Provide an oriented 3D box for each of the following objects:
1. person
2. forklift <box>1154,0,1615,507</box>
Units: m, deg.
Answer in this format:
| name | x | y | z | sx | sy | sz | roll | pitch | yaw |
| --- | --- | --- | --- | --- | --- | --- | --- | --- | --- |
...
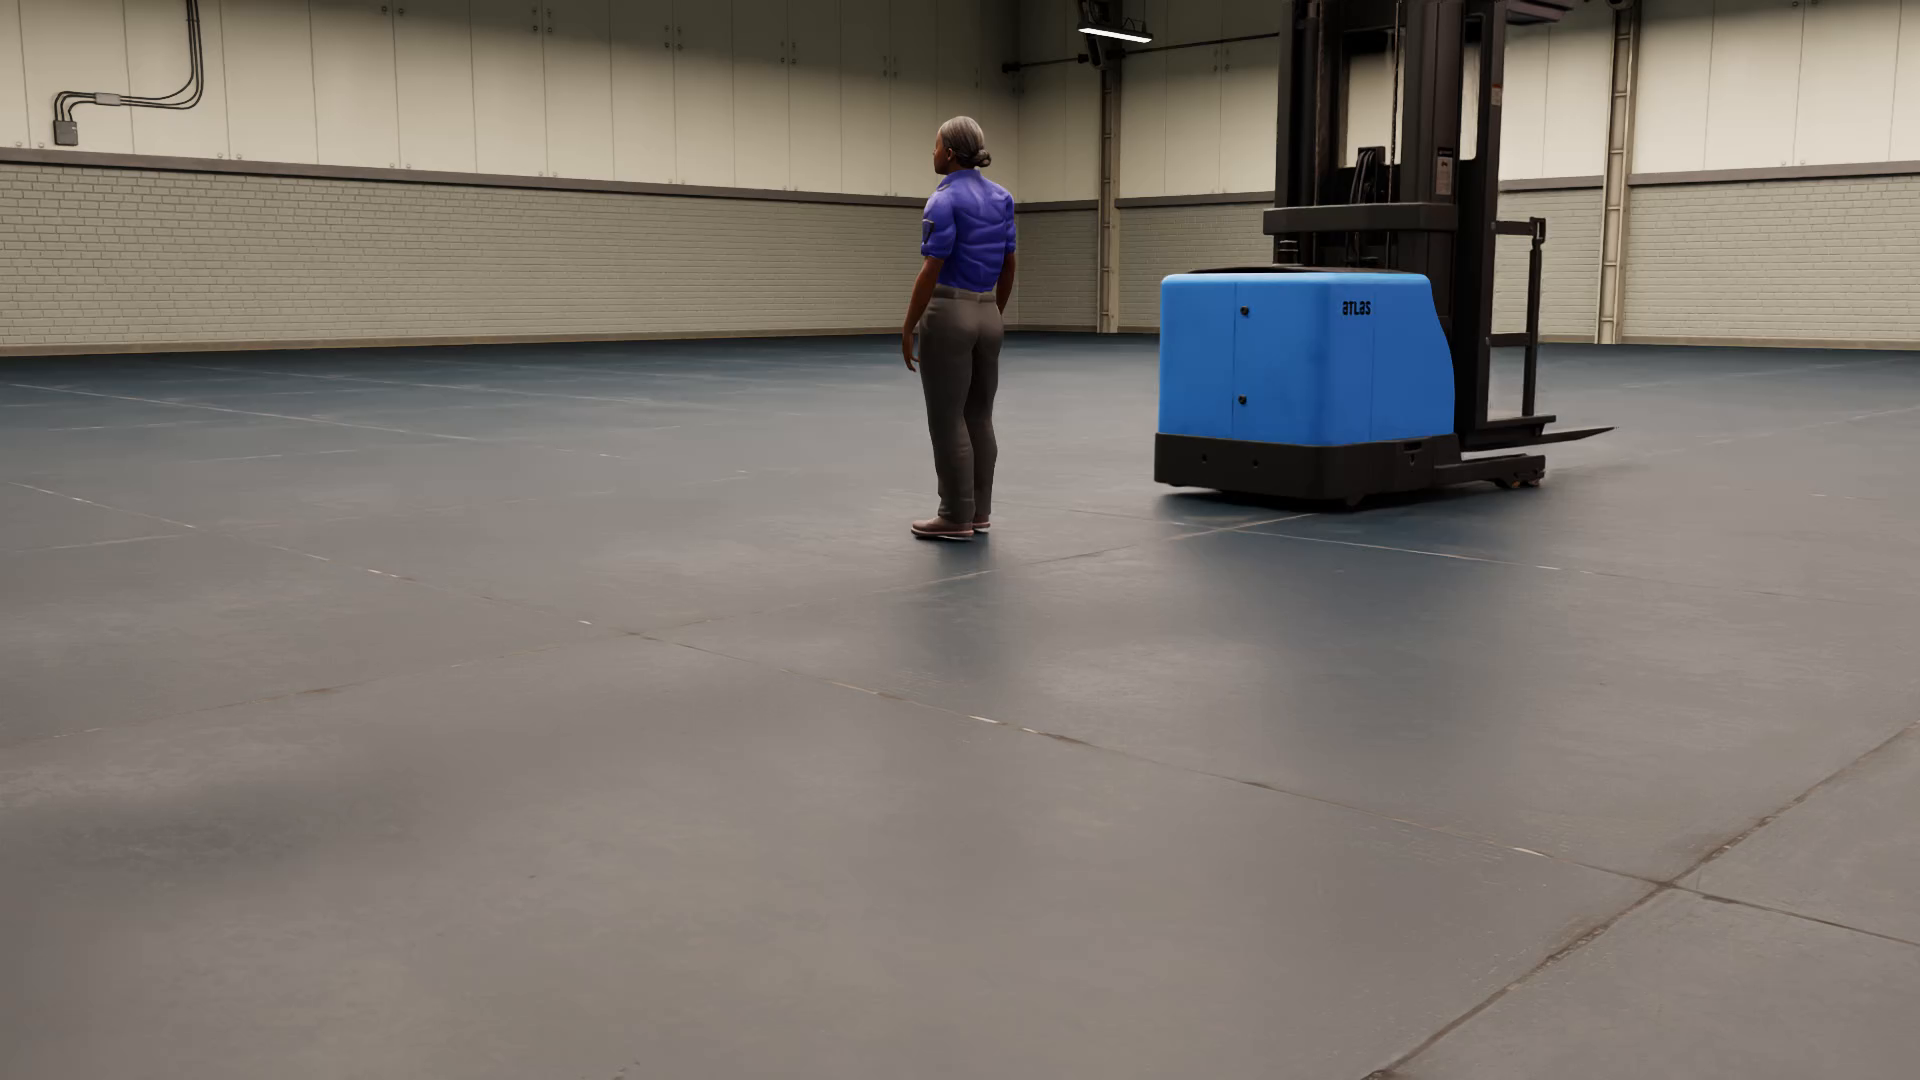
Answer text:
| name | x | y | z | sx | sy | sz | roll | pitch | yaw |
| --- | --- | --- | --- | --- | --- | --- | --- | --- | --- |
| person | -0.049 | -0.836 | 6.668 | 0.504 | 1.654 | 0.569 | 8 | 12 | 43 |
| forklift | 2.386 | -1.759 | 8.553 | 3.031 | 2.935 | 1.130 | -8 | 11 | -41 |
